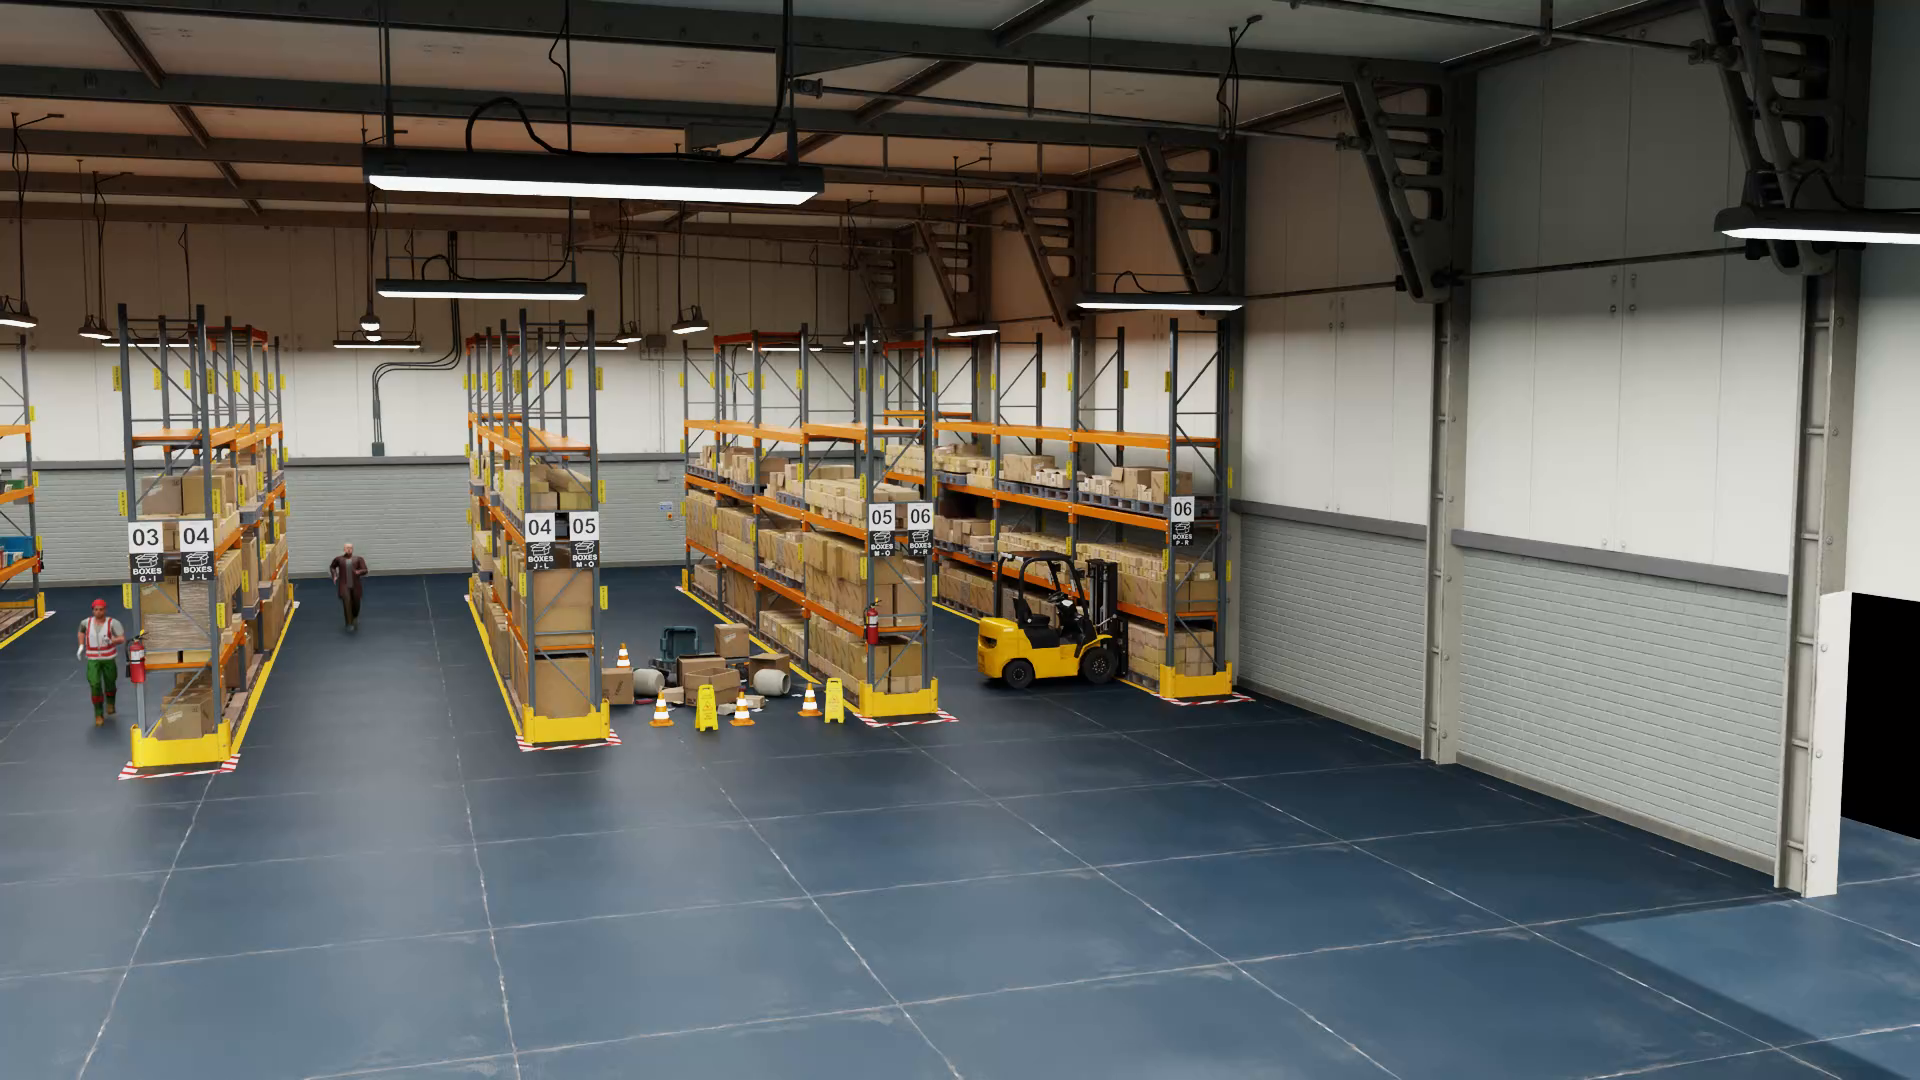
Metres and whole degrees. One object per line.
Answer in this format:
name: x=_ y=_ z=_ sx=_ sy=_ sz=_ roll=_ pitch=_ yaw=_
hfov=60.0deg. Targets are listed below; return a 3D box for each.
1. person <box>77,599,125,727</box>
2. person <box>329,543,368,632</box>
person: x=-12.629 y=1.765 z=24.476 sx=0.655 sy=1.815 sz=0.936 roll=-2 pitch=6 yaw=-23
person: x=-12.306 y=0.932 z=33.522 sx=0.714 sy=1.754 sz=1.028 roll=-3 pitch=6 yaw=-25
